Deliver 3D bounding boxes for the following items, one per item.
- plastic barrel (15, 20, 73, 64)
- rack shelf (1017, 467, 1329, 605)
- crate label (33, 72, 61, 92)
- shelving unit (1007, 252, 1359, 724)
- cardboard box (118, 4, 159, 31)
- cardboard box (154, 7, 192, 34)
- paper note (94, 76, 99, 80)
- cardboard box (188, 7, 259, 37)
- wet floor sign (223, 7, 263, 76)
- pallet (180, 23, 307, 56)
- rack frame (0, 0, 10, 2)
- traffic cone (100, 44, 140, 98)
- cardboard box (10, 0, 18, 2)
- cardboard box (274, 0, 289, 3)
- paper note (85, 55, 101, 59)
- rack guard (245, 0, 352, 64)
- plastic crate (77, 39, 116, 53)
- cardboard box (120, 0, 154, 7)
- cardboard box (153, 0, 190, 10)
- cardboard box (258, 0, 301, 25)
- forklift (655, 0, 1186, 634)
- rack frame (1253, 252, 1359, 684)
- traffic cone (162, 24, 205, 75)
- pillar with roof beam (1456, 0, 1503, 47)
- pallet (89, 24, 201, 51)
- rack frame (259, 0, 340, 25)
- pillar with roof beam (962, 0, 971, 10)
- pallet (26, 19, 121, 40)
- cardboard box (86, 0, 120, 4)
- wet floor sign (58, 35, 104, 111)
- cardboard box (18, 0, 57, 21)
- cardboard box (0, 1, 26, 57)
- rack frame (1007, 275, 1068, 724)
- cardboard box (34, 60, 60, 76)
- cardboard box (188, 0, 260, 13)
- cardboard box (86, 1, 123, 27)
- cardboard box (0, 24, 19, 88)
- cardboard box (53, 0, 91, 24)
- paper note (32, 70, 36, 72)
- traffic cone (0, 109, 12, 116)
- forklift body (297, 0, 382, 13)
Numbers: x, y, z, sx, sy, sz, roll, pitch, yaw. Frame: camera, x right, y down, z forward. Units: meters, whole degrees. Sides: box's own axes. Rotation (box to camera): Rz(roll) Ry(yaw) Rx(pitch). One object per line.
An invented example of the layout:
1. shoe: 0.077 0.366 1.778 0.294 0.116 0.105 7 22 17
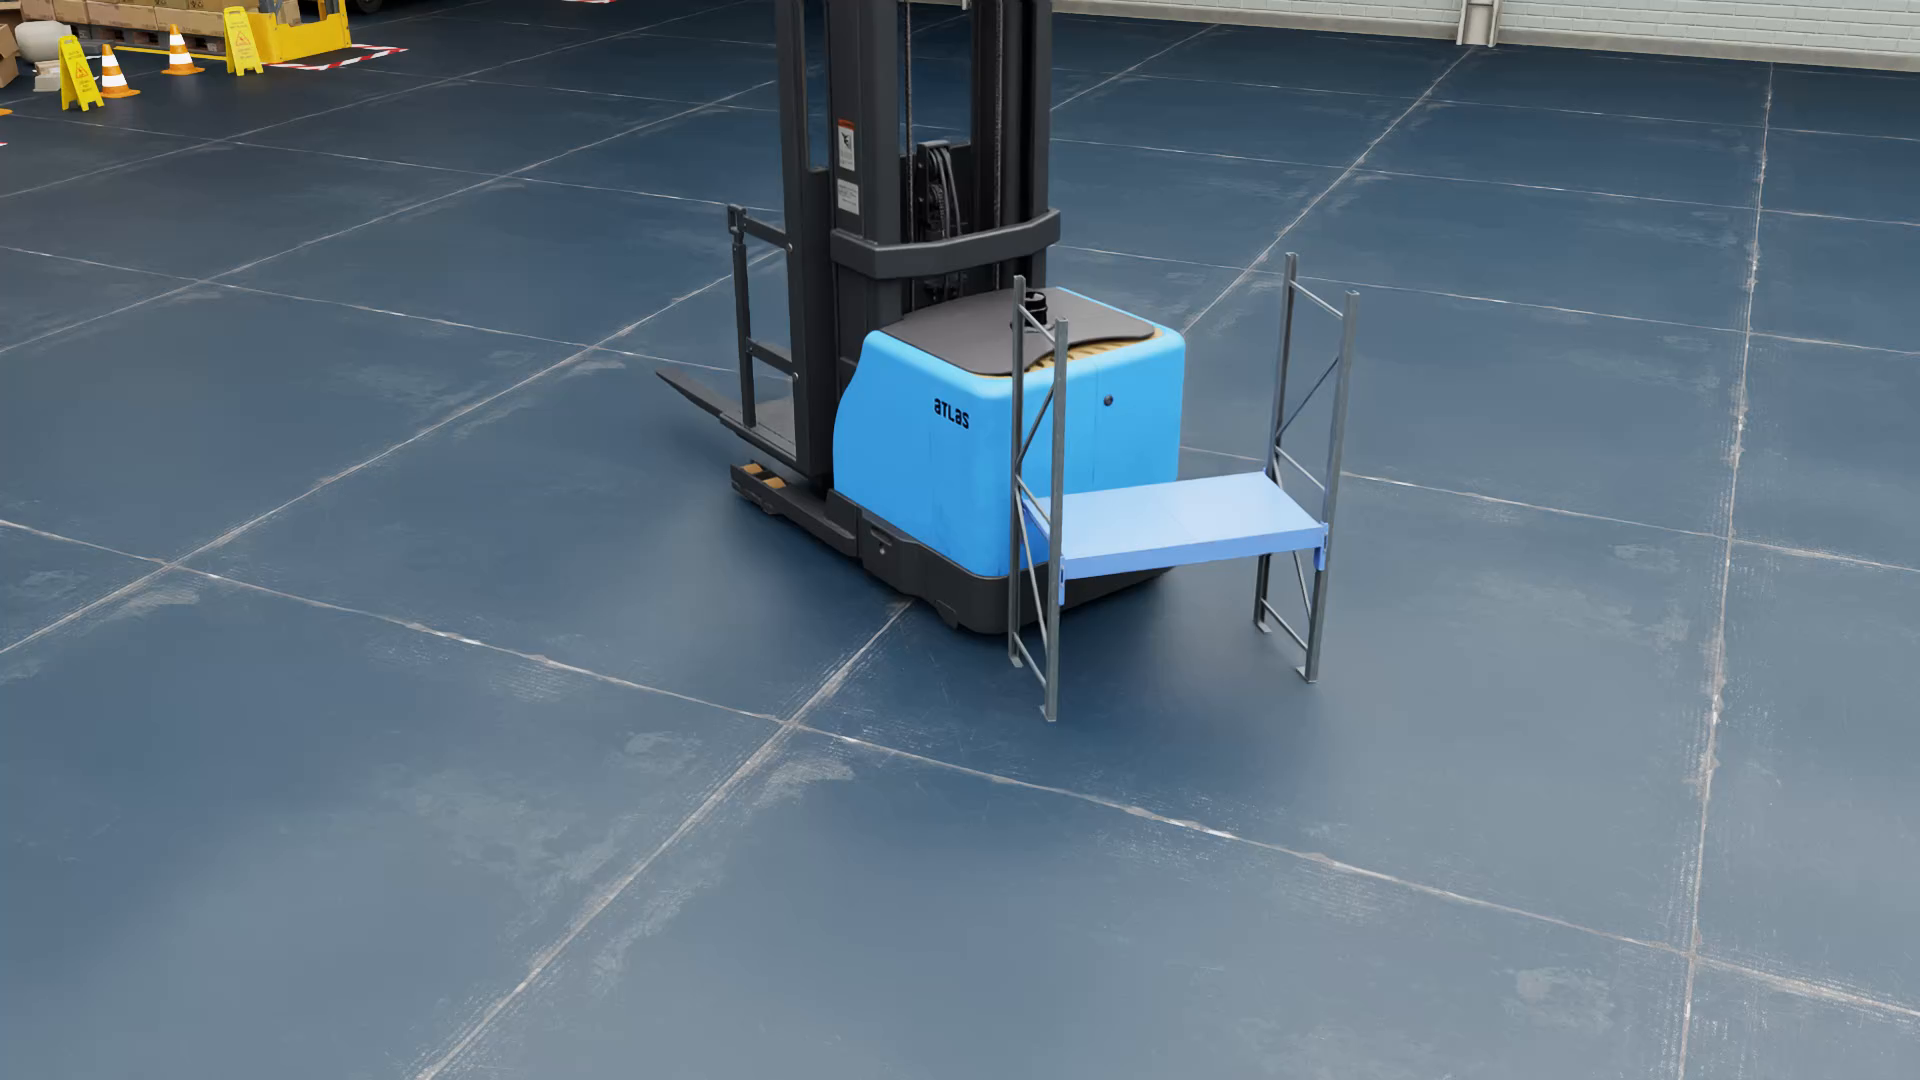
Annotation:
1. plastic barrel: -9.495 -5.171 17.274 0.512 0.421 0.421 -12 29 -23
2. rack shelf: 0.753 -0.025 6.011 1.000 0.185 0.538 -7 27 -14
3. crate label: -8.805 -4.444 16.122 0.298 0.136 0.250 -2 26 -5
4. shelving unit: 0.753 -0.187 5.932 1.048 1.500 0.538 -7 27 -14
5. cardboard box: -8.782 -5.744 18.158 0.500 0.250 0.500 10 28 20
6. cardboard box: -8.304 -5.651 17.969 0.500 0.250 0.500 11 28 22
7. paper note: -8.673 -4.599 16.556 0.142 0.019 0.148 2 26 4
8. cardboard box: -7.857 -5.557 17.779 0.500 0.250 0.500 11 28 22
9. wet floor sign: -7.258 -5.037 16.750 0.232 0.644 0.267 23 35 39
10. pallet: -7.782 -5.484 18.149 1.213 0.211 1.003 11 28 22
11. rack frame: -10.629 -7.290 18.660 0.127 3.000 1.000 11 28 22
12. traffic cone: -8.063 -4.472 15.808 0.334 0.463 0.336 11 28 22
13. cardboard box: -11.108 -6.394 19.341 0.625 0.372 0.950 12 29 22
14. cardboard box: -7.630 -6.112 18.057 0.500 0.500 0.500 10 28 20
15. paper note: -9.197 -5.119 17.613 0.148 0.019 0.142 2 26 4
16. rack guard: -7.057 -5.451 17.755 0.348 0.500 1.175 11 28 22
17. plastic crate: -9.540 -5.363 18.052 0.583 0.080 0.402 2 26 4
18. cardboard box: -8.758 -6.080 17.992 0.500 0.500 0.500 11 28 21
19. cardboard box: -8.302 -5.985 17.799 0.500 0.500 0.500 12 29 24
20. cardboard box: -7.608 -5.772 18.215 0.500 0.250 0.500 11 28 21
21. forklift: -0.391 -1.545 7.070 1.130 2.935 3.031 -18 32 -33
22. rack frame: 1.243 -0.247 6.053 0.032 1.500 0.500 -7 27 -14
23. traffic cone: -7.913 -4.980 16.841 0.334 0.463 0.336 11 28 22
24. pillar with roof beam: 3.944 -7.811 12.927 0.400 9.000 9.100 11 28 22
25. pallet: -8.889 -5.708 18.604 1.213 0.211 1.003 11 28 22
26. rack frame: -6.988 -6.558 17.175 0.127 3.000 1.000 11 28 22
27. pillar with roof beam: -1.518 -8.908 15.155 0.400 9.000 9.100 11 28 22
28. pallet: -10.003 -5.930 19.055 1.213 0.211 1.003 11 28 22
29. cardboard box: -9.241 -6.176 18.186 0.500 0.500 0.500 13 29 24
30. wet floor sign: -8.099 -4.284 15.221 0.232 0.644 0.267 6 27 13
31. cardboard box: -10.204 -6.028 18.735 0.500 0.250 0.500 10 28 19
32. cardboard box: -10.217 -5.426 17.702 0.500 0.500 0.500 -12 29 -23
33. rack frame: 0.263 -0.127 5.810 0.032 1.500 0.500 -7 27 -14
34. cardboard box: -9.017 -4.707 16.641 0.380 0.149 0.250 -18 31 -31
35. cardboard box: -7.825 -5.891 17.608 0.500 0.500 0.500 12 28 22
36. cardboard box: -9.229 -5.839 18.351 0.500 0.250 0.500 11 28 21
37. cardboard box: -9.635 -4.741 16.311 0.637 0.503 0.797 -7 27 -14
38. cardboard box: -9.713 -5.935 18.546 0.500 0.250 0.500 13 29 25
39. paper note: -9.384 -4.809 16.996 0.142 0.019 0.148 23 35 39
40. traffic cone: -8.841 -4.079 15.012 0.334 0.463 0.336 11 28 22
41. forklift body: -7.418 -7.787 20.632 1.214 2.155 2.313 11 28 22
